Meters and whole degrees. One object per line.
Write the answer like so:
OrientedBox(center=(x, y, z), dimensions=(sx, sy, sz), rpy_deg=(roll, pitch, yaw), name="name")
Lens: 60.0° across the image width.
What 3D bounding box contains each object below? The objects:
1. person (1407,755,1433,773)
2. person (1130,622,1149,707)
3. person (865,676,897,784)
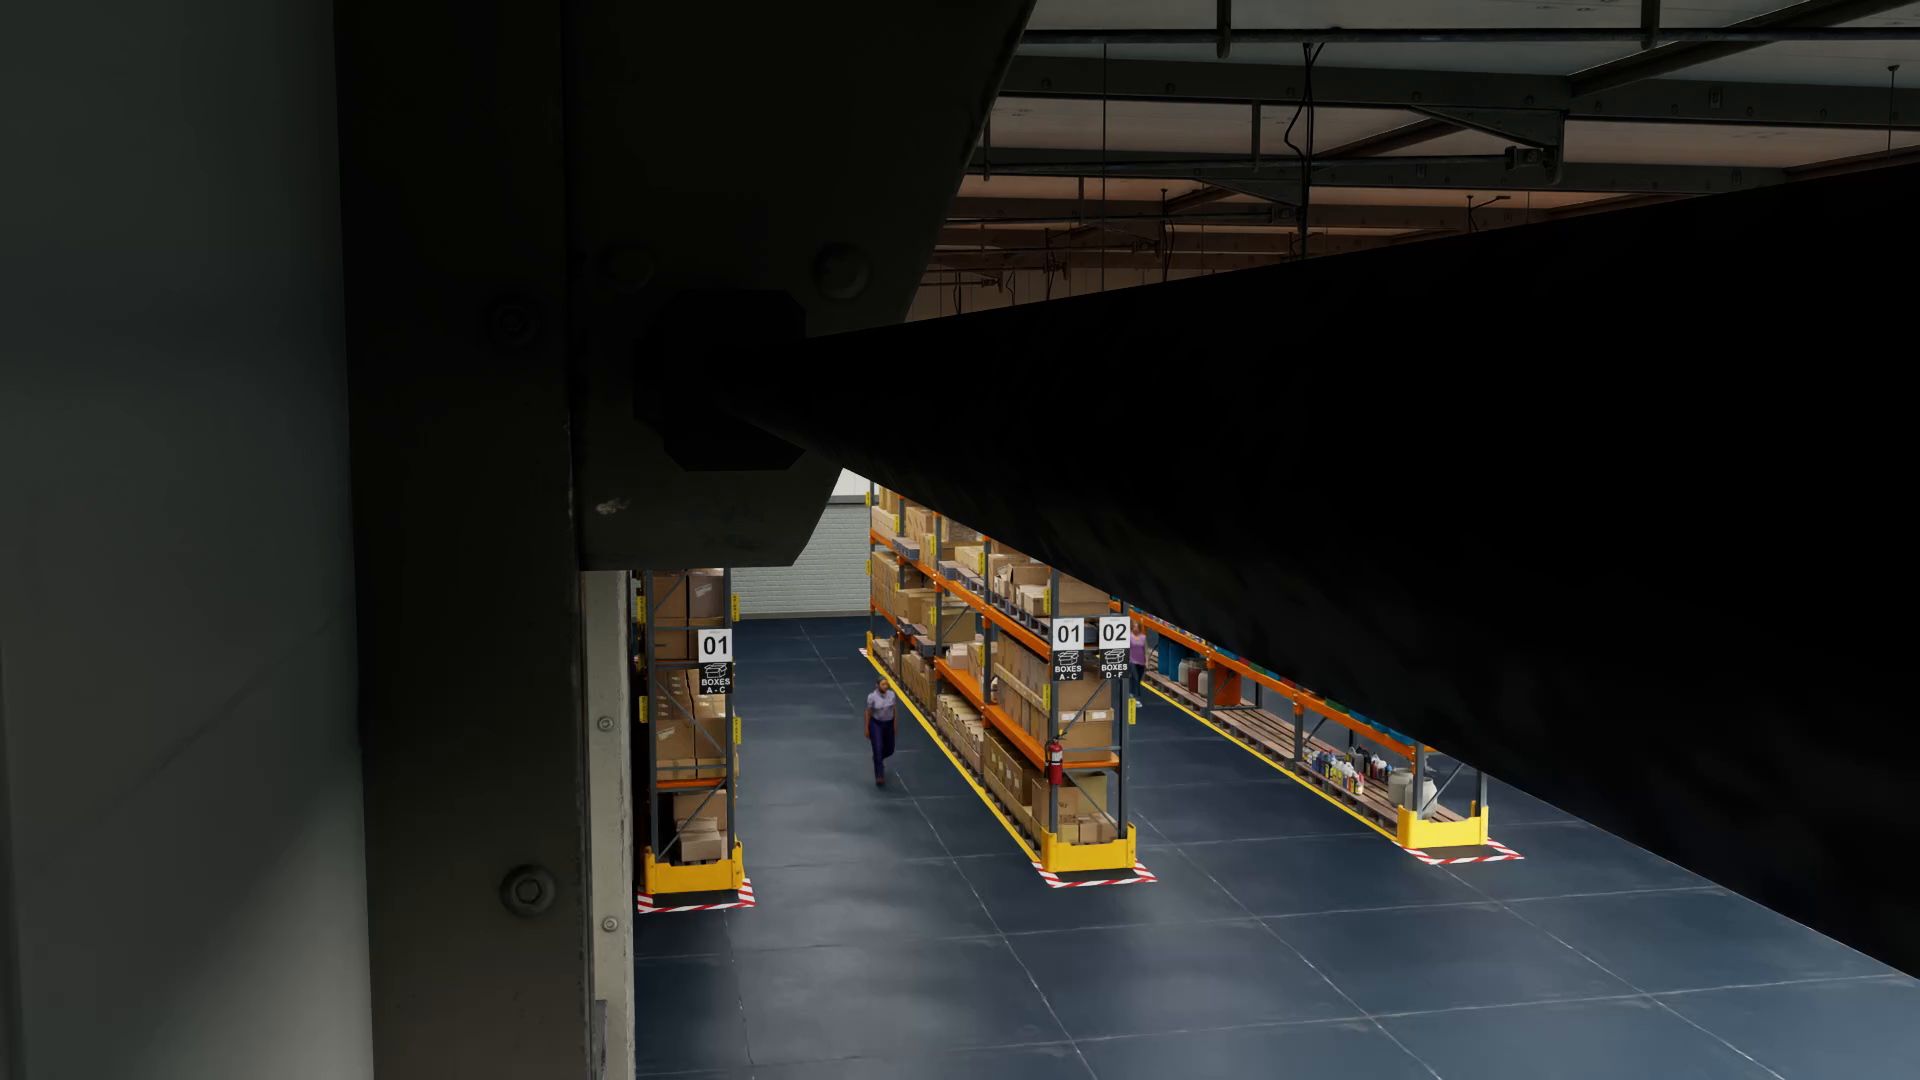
OrientedBox(center=(7.234, 2.791, 26.036), dimensions=(0.504, 1.611, 0.972), rpy_deg=(-2, 6, -15), name="person")
OrientedBox(center=(3.327, 2.299, 31.092), dimensions=(0.392, 1.534, 0.972), rpy_deg=(-1, 6, -11), name="person")
OrientedBox(center=(-1.216, 2.863, 25.530), dimensions=(0.514, 1.608, 0.899), rpy_deg=(-3, 7, -27), name="person")
